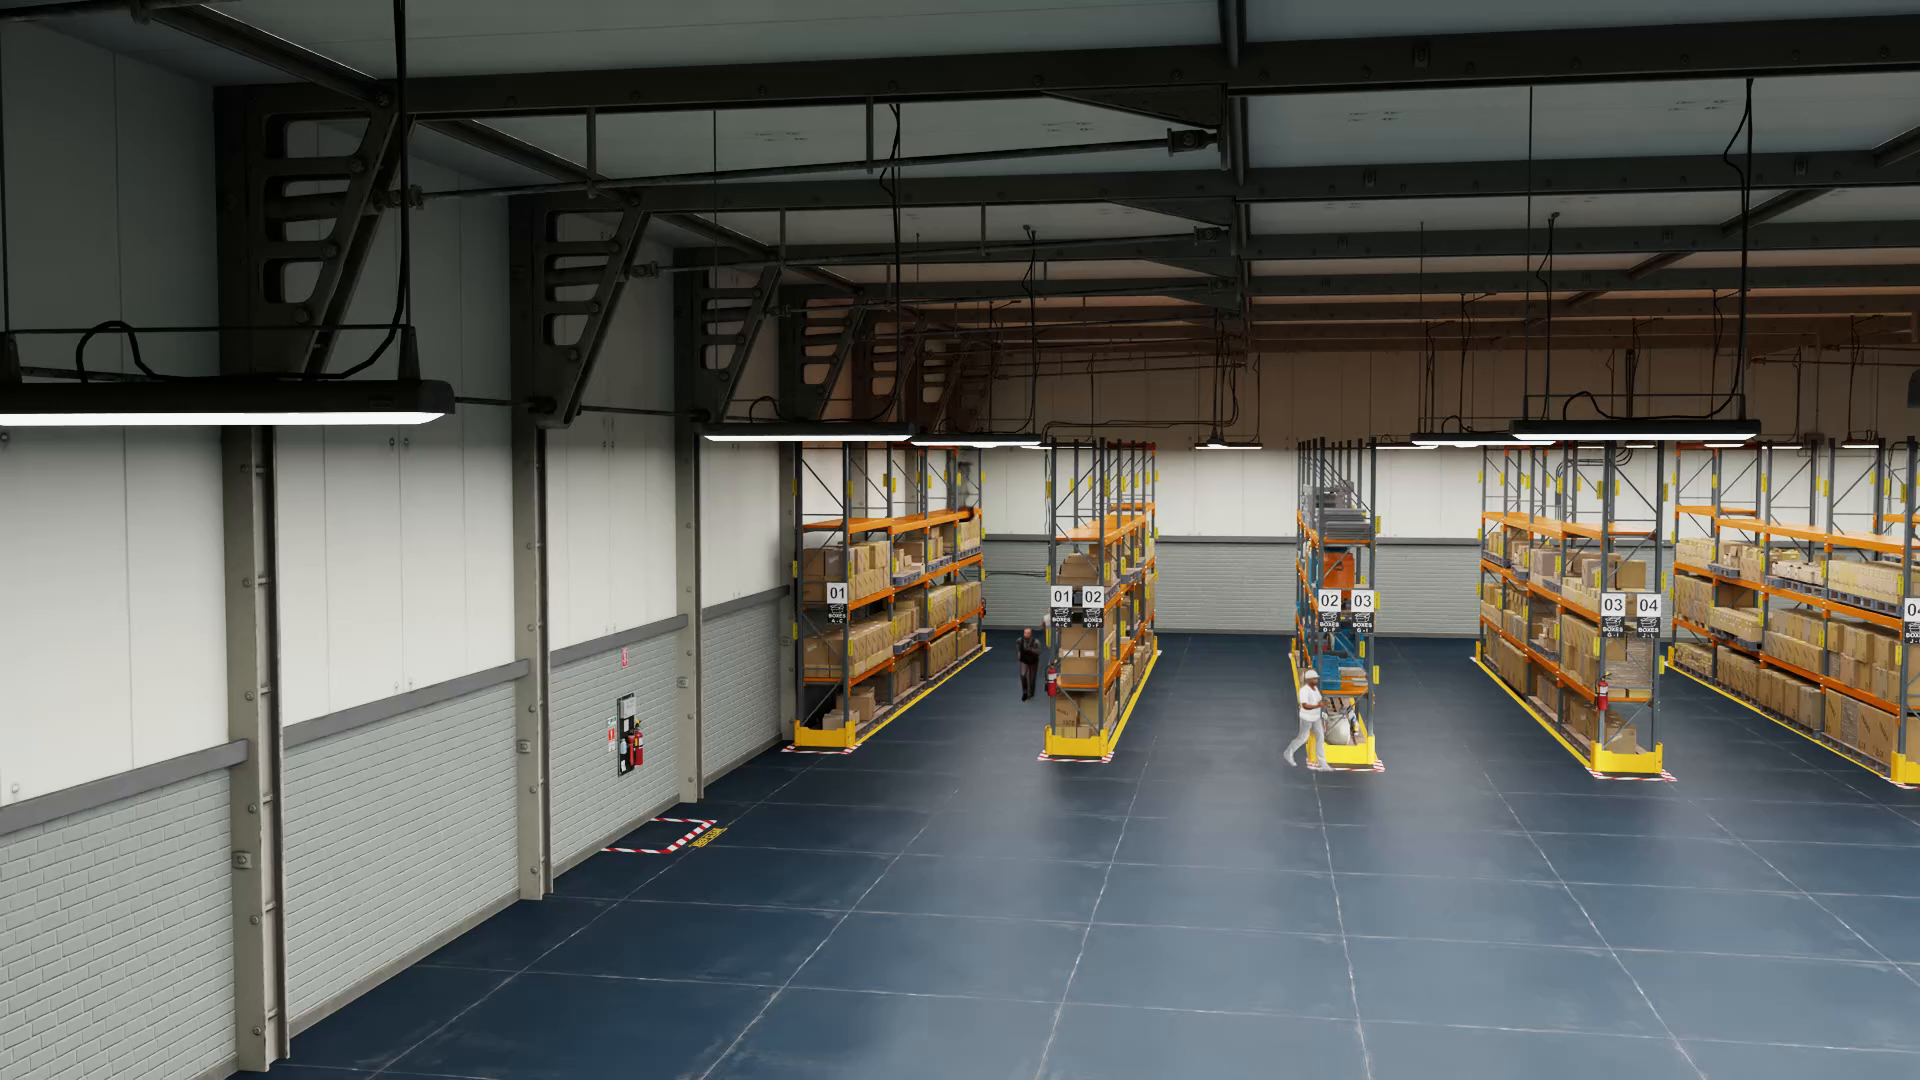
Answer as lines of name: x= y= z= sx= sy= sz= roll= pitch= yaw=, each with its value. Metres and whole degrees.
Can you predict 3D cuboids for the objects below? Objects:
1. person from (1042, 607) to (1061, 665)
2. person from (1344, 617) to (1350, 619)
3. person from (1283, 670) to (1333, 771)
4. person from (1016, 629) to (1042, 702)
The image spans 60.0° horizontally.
person: x=2.477 y=2.570 z=44.755 sx=0.563 sy=1.617 sz=0.695 roll=1 pitch=3 yaw=10
person: x=10.753 y=2.454 z=47.214 sx=0.764 sy=1.680 sz=0.713 roll=2 pitch=3 yaw=30
person: x=6.267 y=3.227 z=29.901 sx=0.950 sy=1.780 sz=0.688 roll=3 pitch=4 yaw=41
person: x=1.585 y=2.857 z=38.190 sx=0.647 sy=1.689 sz=0.923 roll=0 pitch=3 yaw=8
